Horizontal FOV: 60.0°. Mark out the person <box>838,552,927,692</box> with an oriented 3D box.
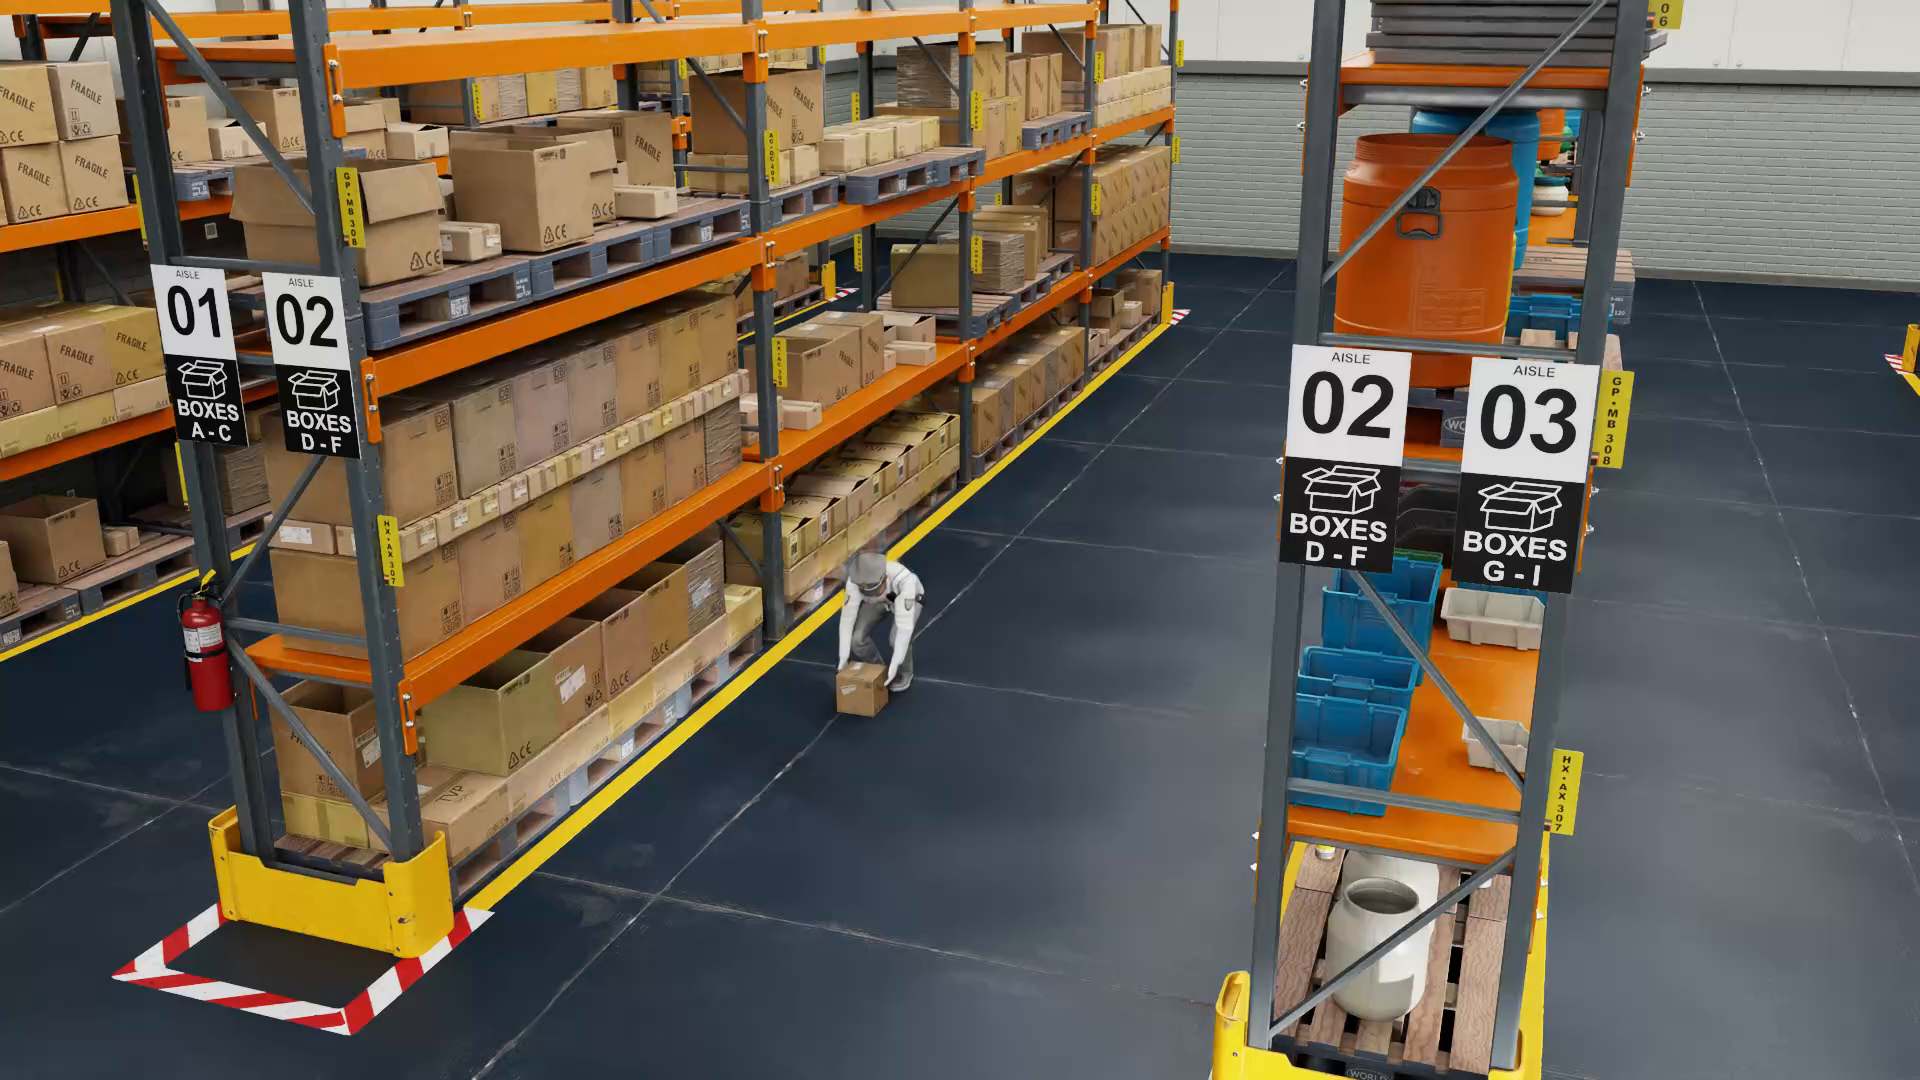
[{"bbox_3d":[-0.482,0.485,10.668,0.493,1.006,0.840,7,20,19],"label":"person"}]
